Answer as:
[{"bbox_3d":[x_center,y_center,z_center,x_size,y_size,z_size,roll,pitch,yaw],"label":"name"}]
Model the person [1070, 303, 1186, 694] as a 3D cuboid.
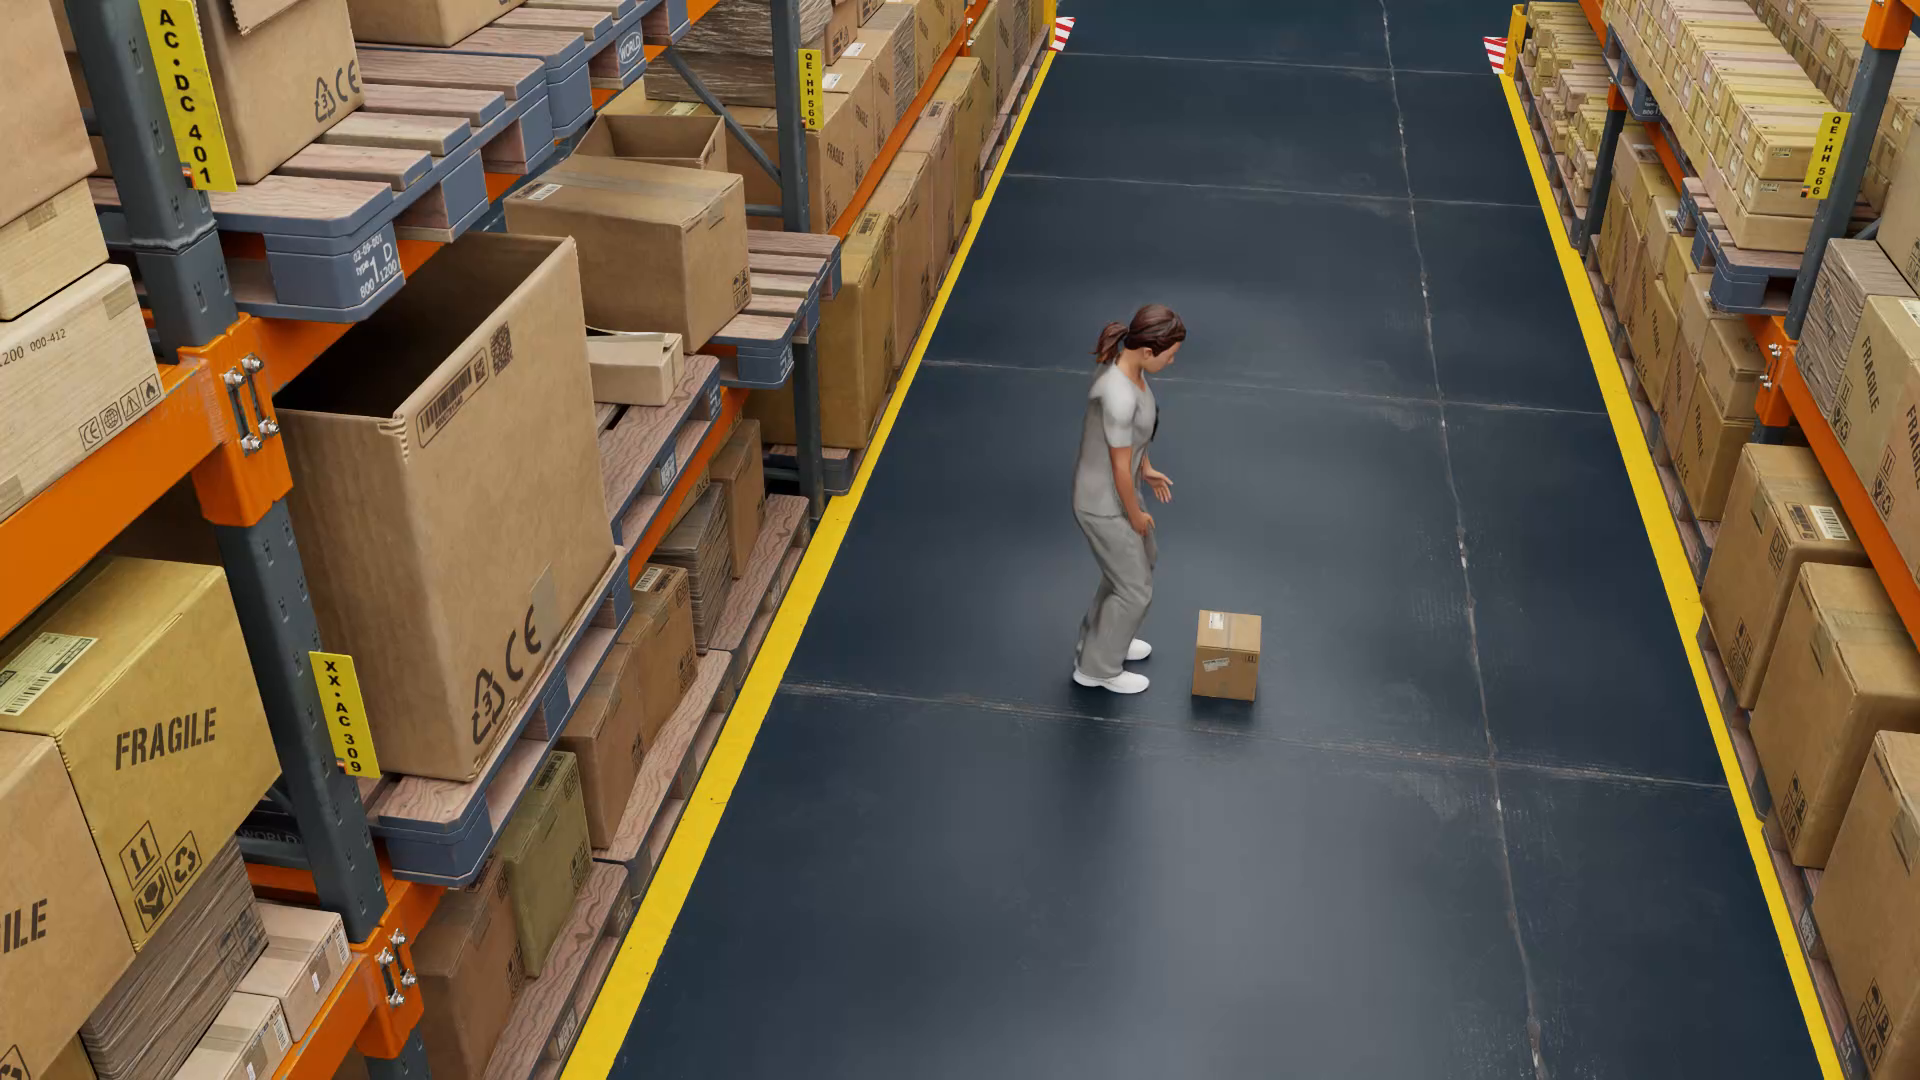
[{"bbox_3d":[0.632,-0.168,6.458,0.387,1.628,0.461,6,33,9],"label":"person"}]
